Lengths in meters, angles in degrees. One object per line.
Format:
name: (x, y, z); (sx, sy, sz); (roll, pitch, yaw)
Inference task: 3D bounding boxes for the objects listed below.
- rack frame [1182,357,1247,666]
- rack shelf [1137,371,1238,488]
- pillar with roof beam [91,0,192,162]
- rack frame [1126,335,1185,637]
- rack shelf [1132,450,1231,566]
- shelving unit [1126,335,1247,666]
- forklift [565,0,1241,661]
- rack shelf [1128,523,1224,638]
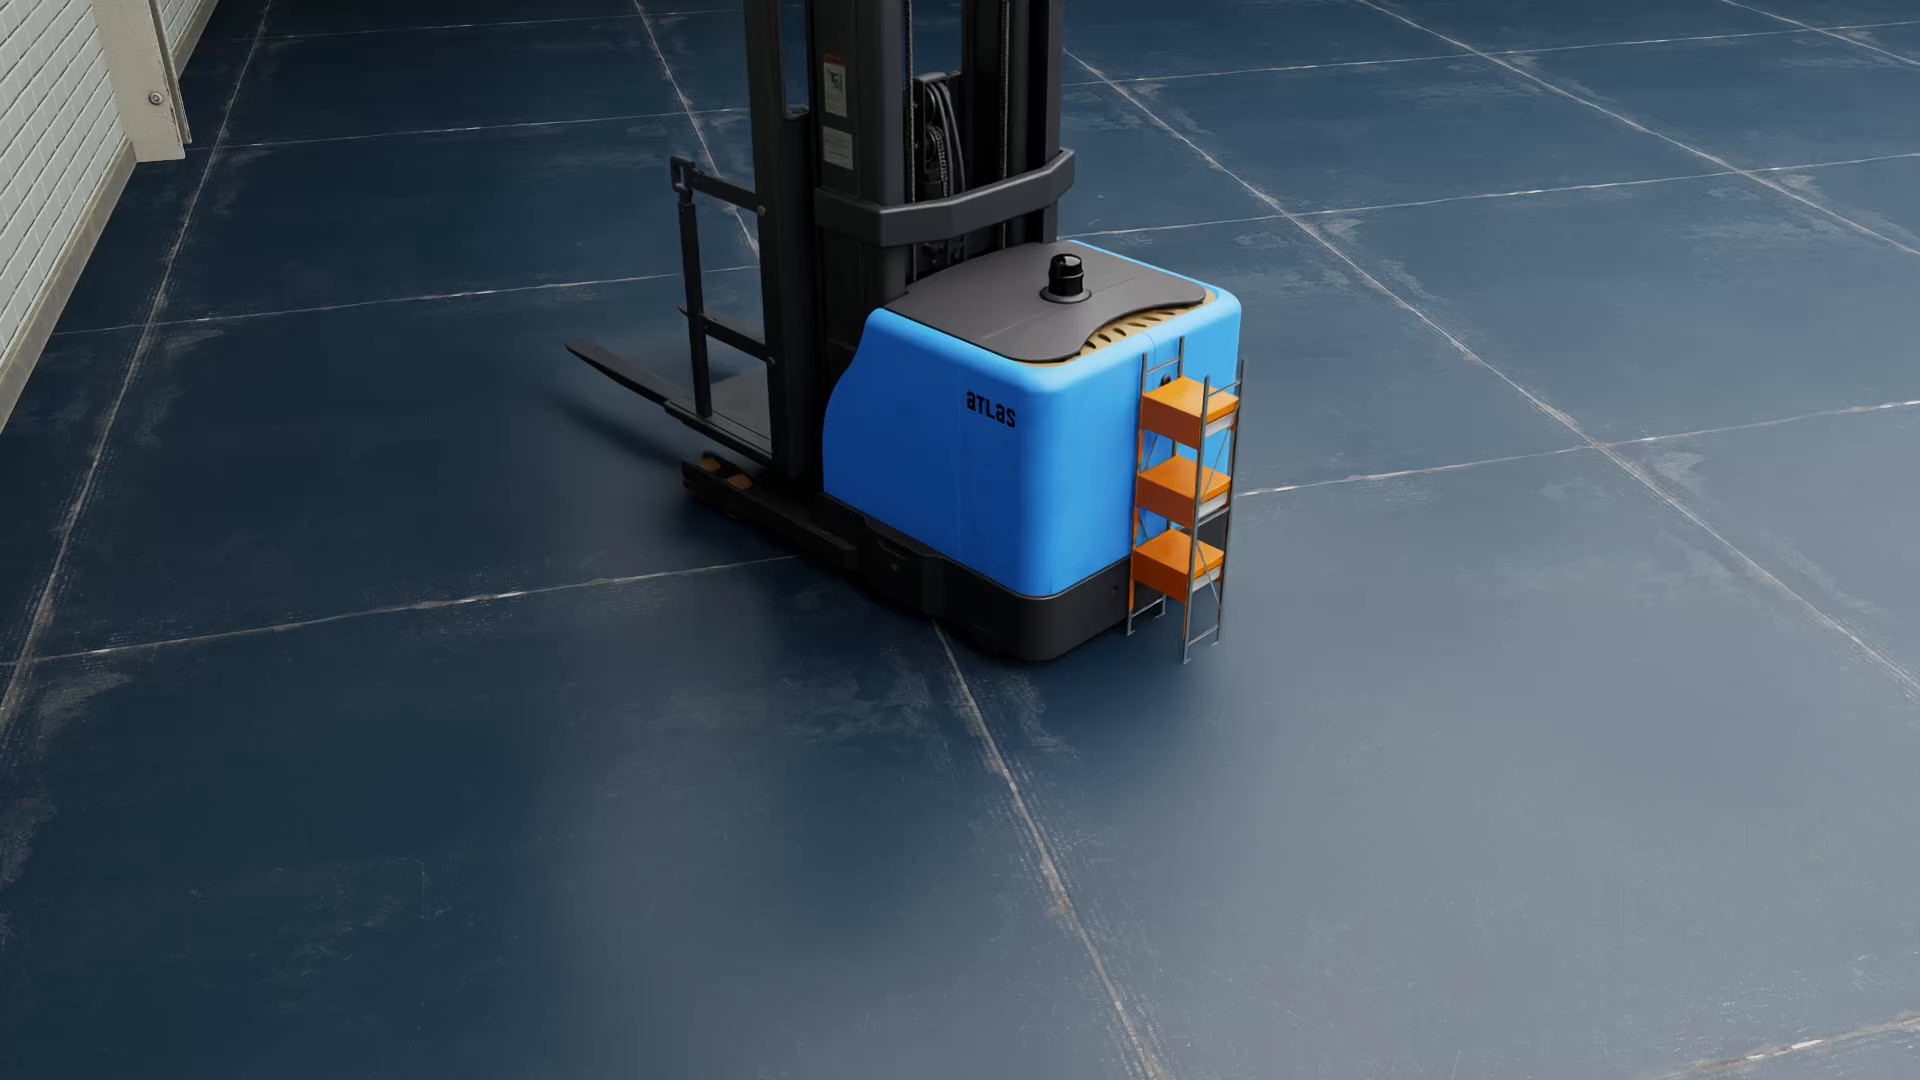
rack frame: (0.811, -0.073, 5.328); (0.200, 1.050, 0.008); (-26, 39, -37)
rack shelf: (0.726, -0.353, 5.267); (0.215, 0.259, 0.240); (-26, 39, -37)
pillar with roof beam: (-0.880, -6.916, 9.216); (9.100, 9.000, 0.400); (-8, 31, -13)
rack frame: (0.640, -0.160, 5.479); (0.200, 1.050, 0.008); (-26, 39, -37)
rack shelf: (0.726, -0.108, 5.409); (0.215, 0.259, 0.240); (-26, 39, -37)
shelving unit: (0.726, -0.117, 5.404); (0.215, 1.050, 0.252); (-26, 39, -37)
forklift: (-0.438, -1.513, 5.939); (1.130, 2.935, 3.031); (-26, 39, -37)
rack shelf: (0.726, 0.133, 5.548); (0.215, 0.259, 0.240); (-26, 39, -37)
